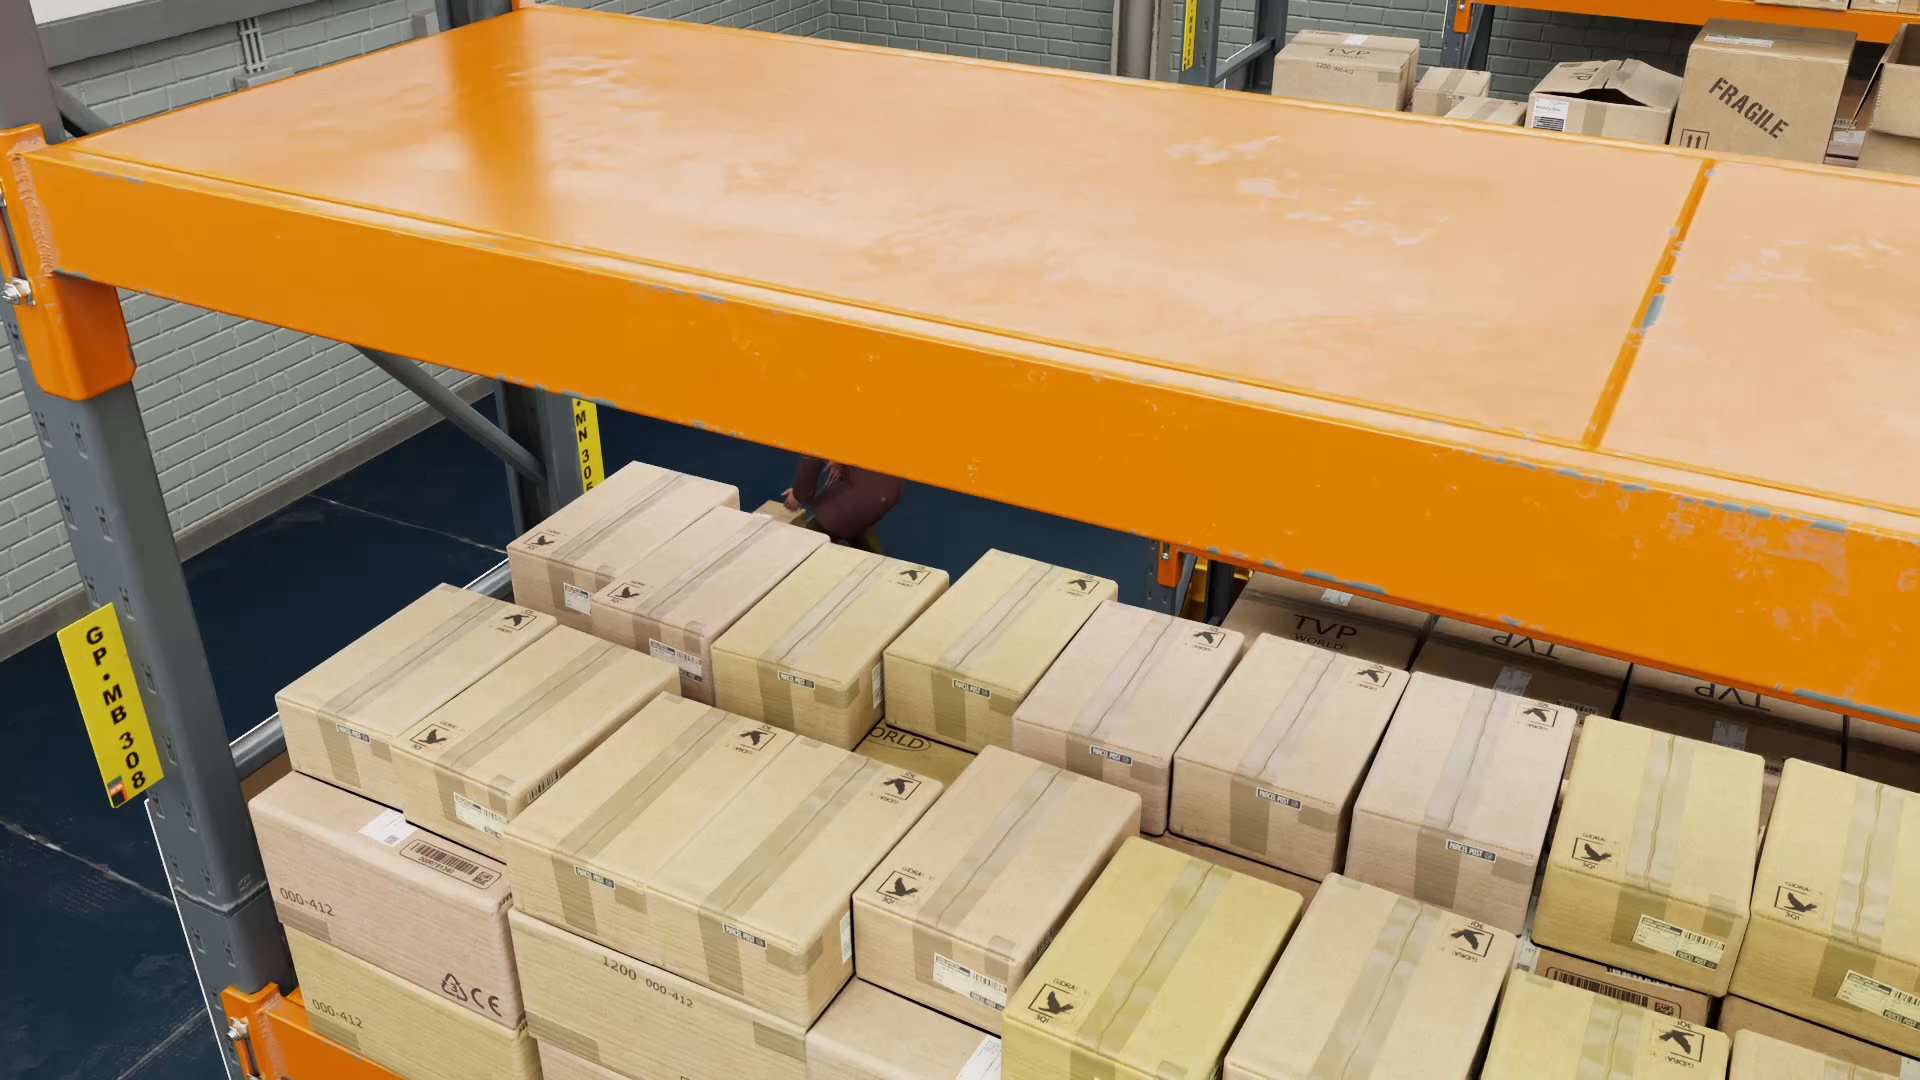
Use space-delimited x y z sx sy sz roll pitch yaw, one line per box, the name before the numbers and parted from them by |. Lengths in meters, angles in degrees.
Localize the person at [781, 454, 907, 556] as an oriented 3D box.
person | -0.605 -0.305 8.908 0.612 1.558 0.625 15 33 24
